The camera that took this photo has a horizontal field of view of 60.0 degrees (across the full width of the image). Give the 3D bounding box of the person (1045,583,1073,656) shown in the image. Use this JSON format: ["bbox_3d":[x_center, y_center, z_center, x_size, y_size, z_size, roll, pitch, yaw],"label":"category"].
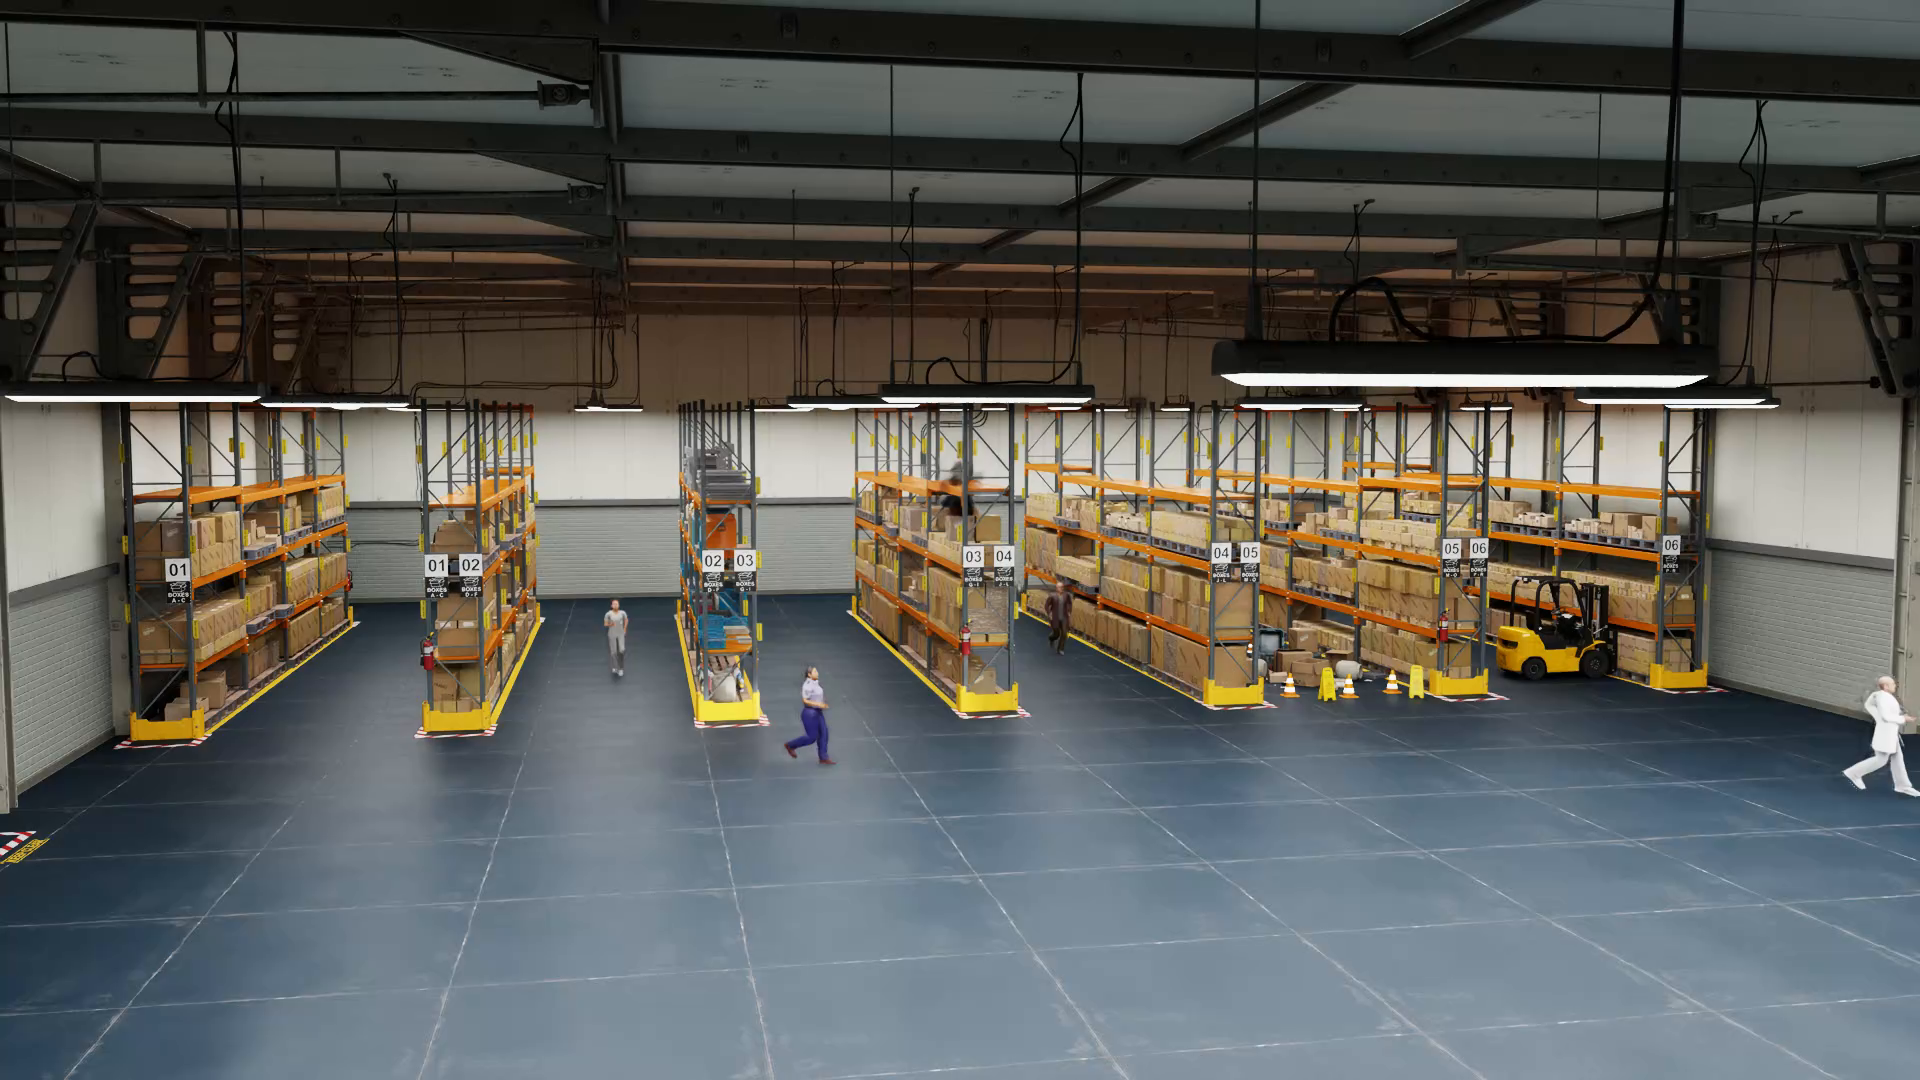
[{"bbox_3d":[2.353,1.867,39.719,0.701,1.735,0.767,-1,4,-12],"label":"person"}]

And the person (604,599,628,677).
[{"bbox_3d":[-7.531,2.141,36.466,0.544,1.708,0.691,-1,5,-17],"label":"person"}]

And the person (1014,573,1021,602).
[{"bbox_3d":[1.376,1.573,44.828,0.542,1.585,0.679,-1,4,-9],"label":"person"}]

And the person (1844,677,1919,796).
[{"bbox_3d":[13.874,2.932,24.946,1.049,1.781,0.710,2,5,28],"label":"person"}]

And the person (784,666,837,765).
[{"bbox_3d":[-2.438,2.873,27.150,0.849,1.625,0.607,1,4,10],"label":"person"}]
